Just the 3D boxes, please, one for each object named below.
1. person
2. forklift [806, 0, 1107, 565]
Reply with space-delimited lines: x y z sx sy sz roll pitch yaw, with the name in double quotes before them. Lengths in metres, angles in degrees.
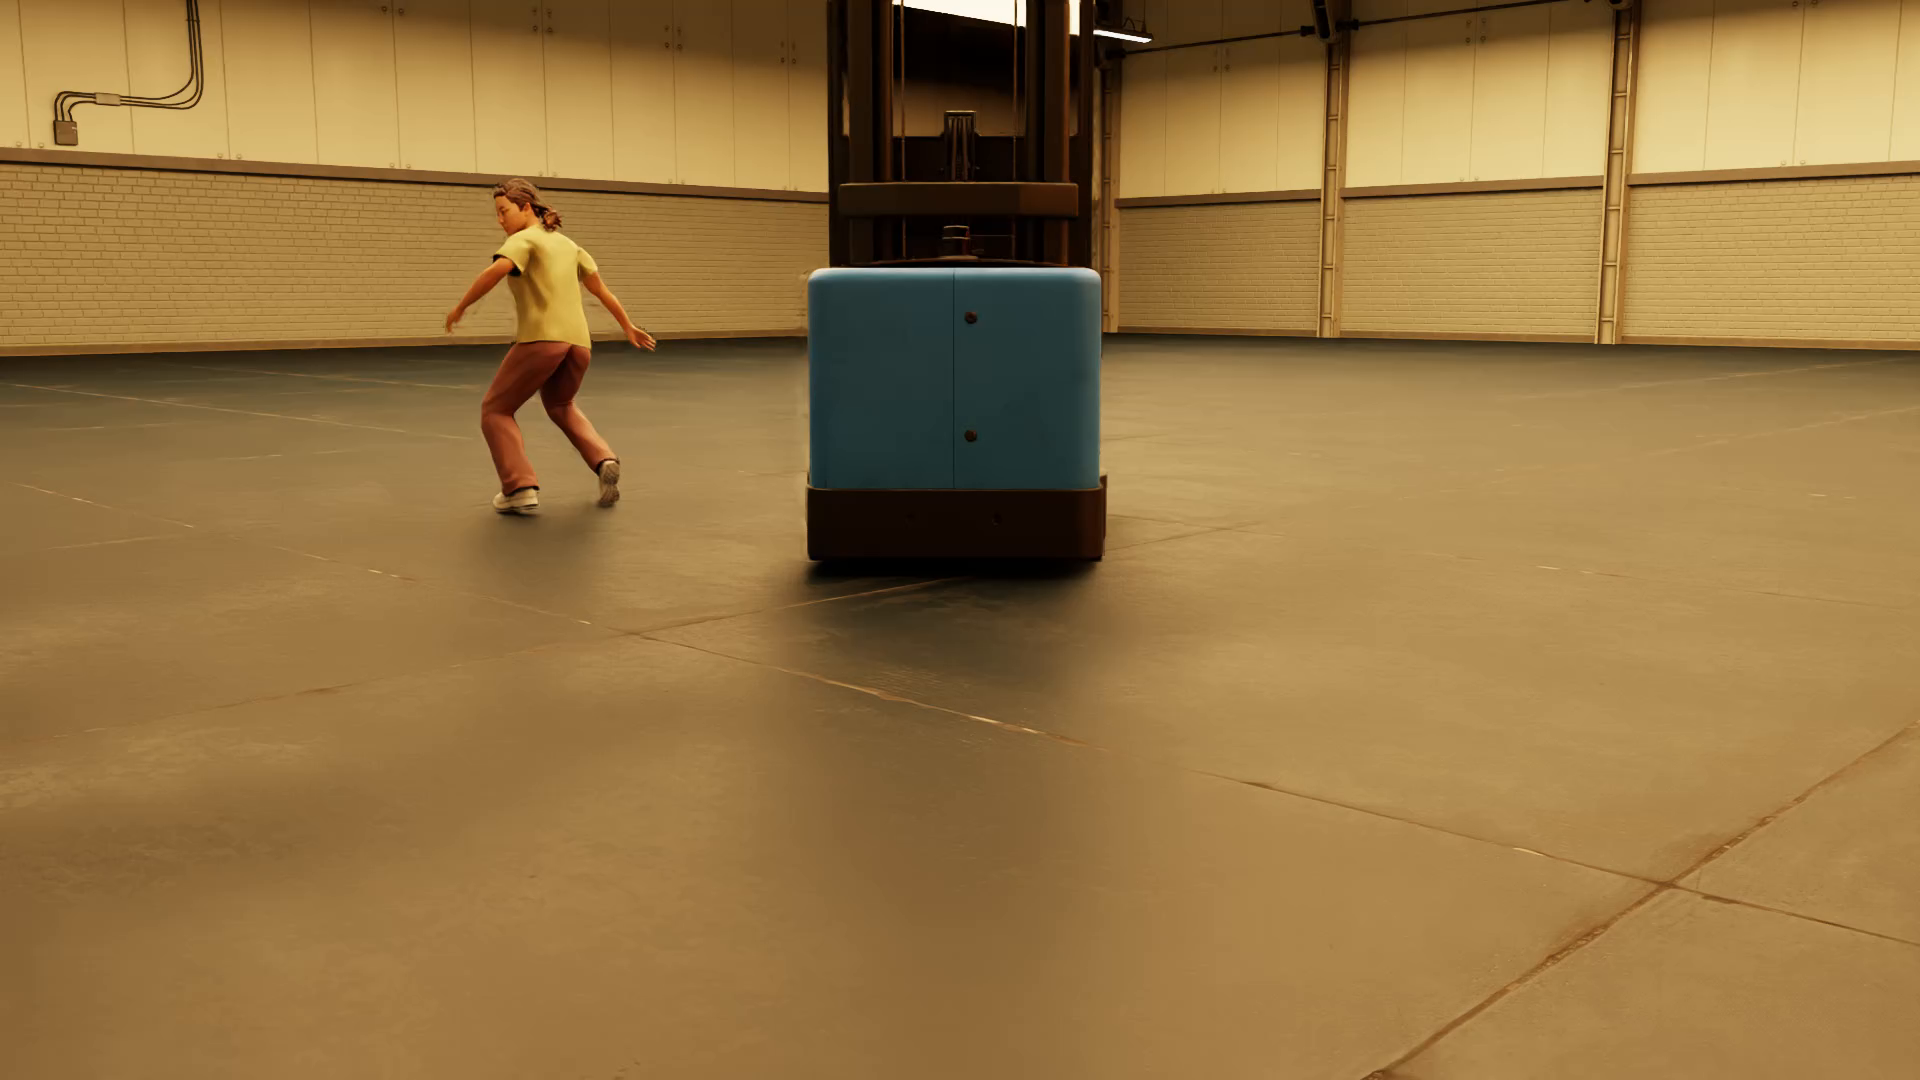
"person" -1.887 -0.875 7.705 0.472 1.568 0.913 6 10 33
"forklift" 0.006 -1.540 7.103 1.130 2.935 3.031 0 9 1
